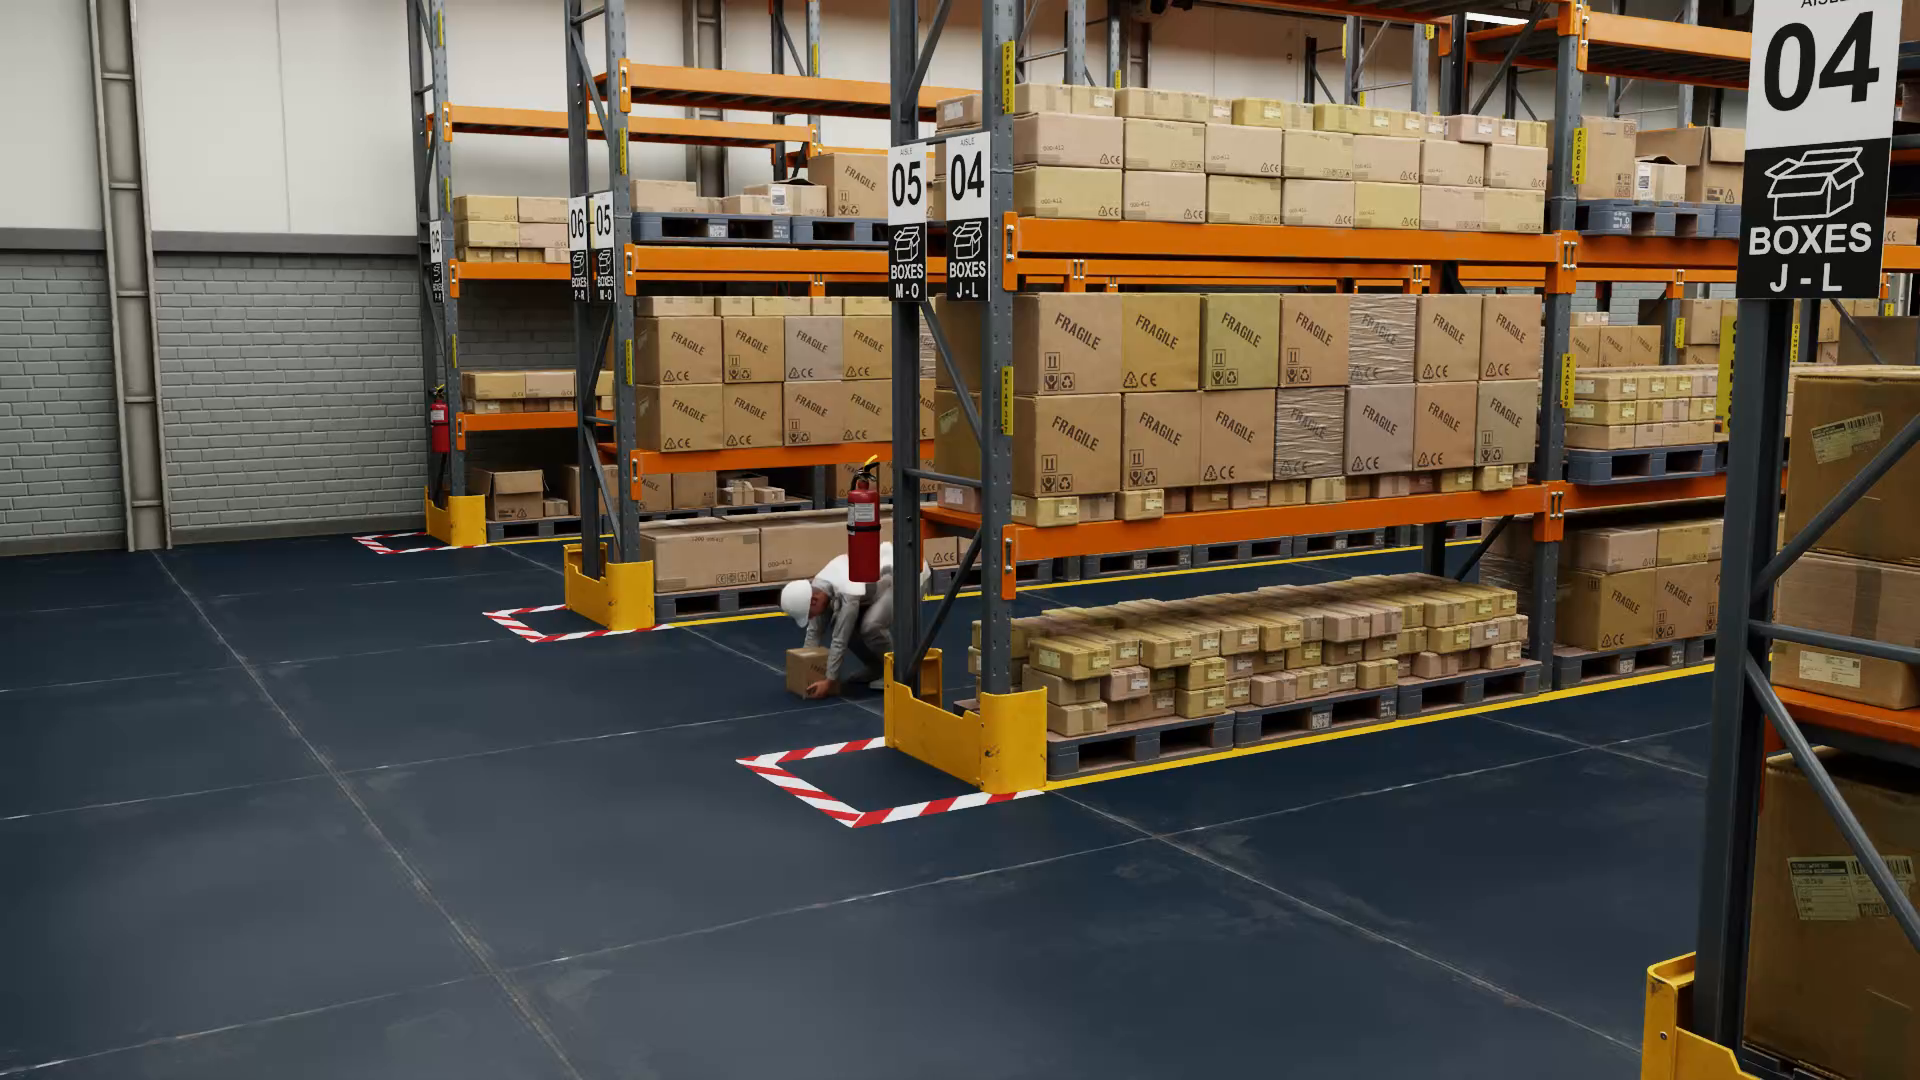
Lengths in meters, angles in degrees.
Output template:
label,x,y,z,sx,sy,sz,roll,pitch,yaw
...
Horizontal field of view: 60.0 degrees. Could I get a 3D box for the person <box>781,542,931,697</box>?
label,x,y,z,sx,sy,sz,roll,pitch,yaw
person,-0.660,0.486,10.407,1.001,0.916,0.520,-5,10,-33
